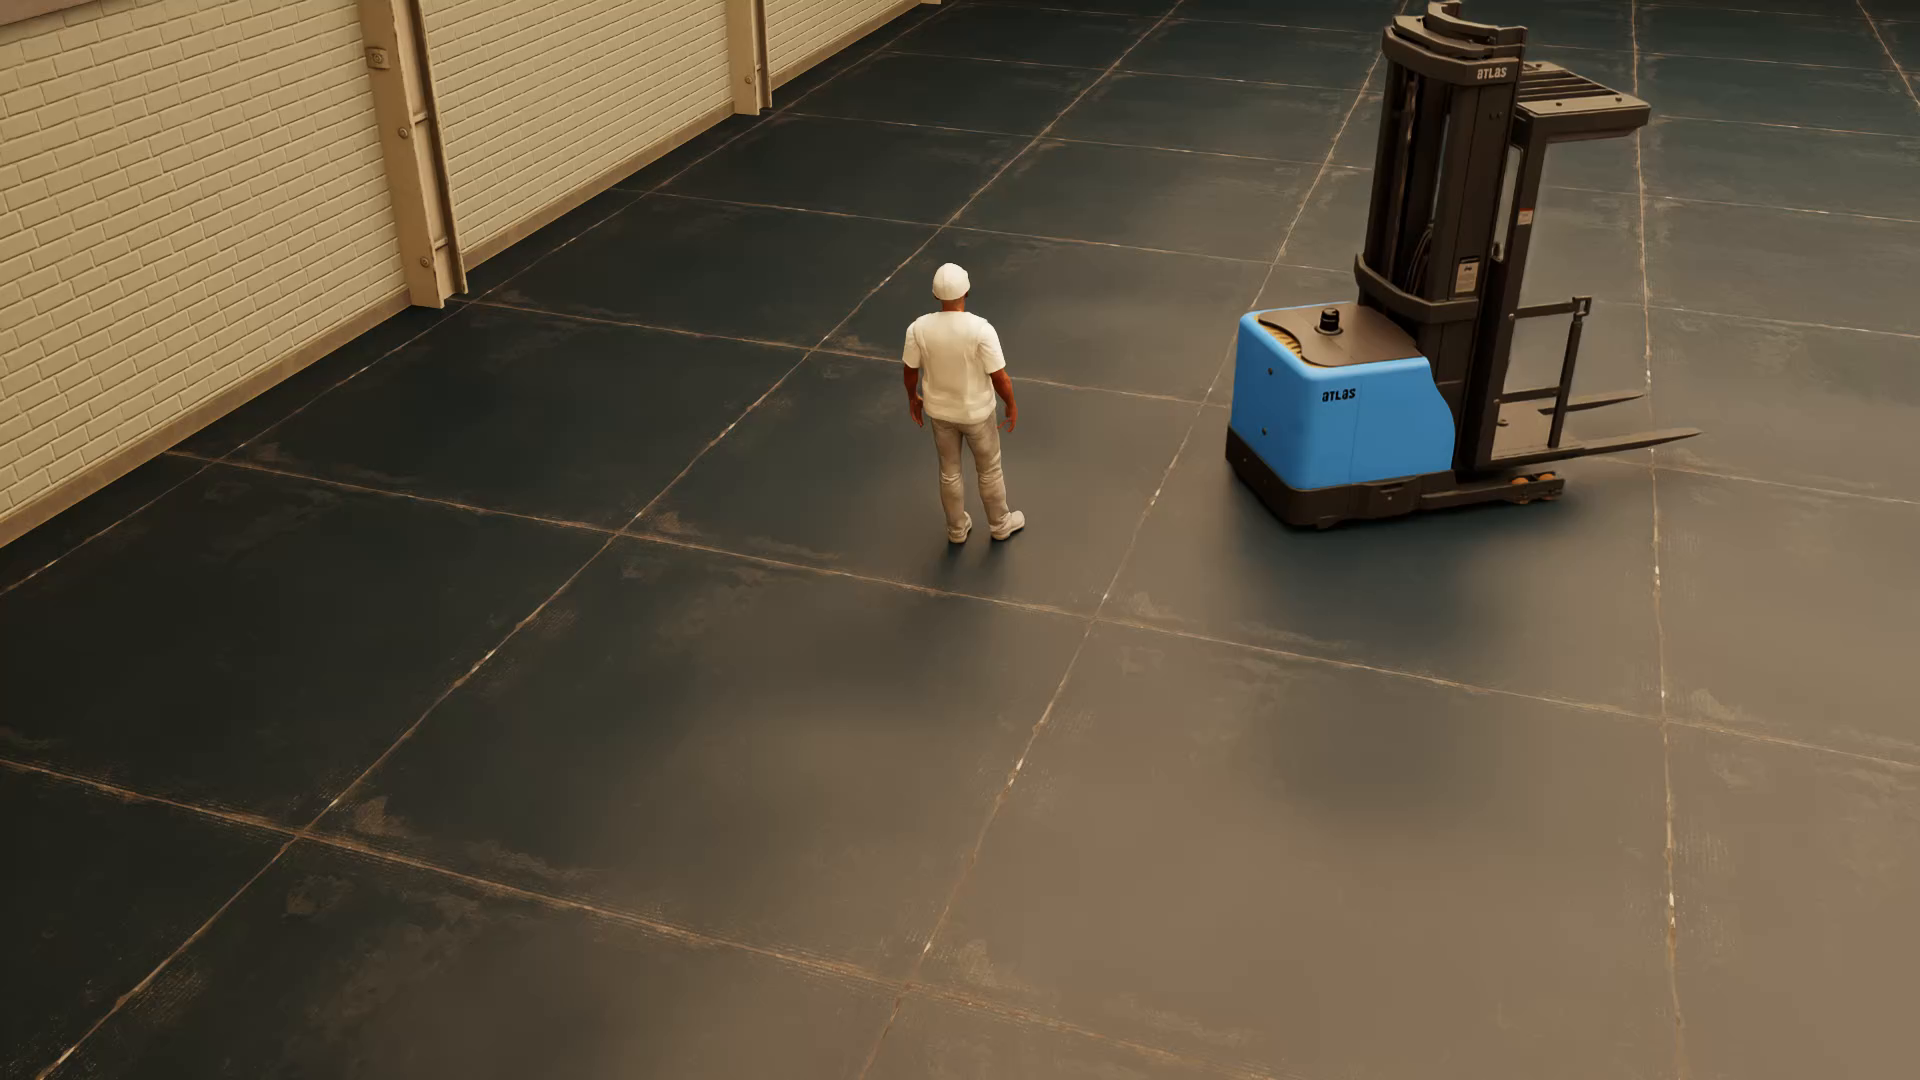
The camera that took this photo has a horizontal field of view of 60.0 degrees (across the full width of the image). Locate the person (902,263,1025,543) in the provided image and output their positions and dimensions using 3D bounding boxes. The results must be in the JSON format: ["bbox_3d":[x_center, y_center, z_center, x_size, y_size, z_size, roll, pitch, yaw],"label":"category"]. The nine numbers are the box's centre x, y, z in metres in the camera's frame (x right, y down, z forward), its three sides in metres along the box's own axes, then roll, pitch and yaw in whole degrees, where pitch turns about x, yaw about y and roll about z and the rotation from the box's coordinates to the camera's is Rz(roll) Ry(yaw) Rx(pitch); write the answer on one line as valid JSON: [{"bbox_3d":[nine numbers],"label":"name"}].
[{"bbox_3d":[0.027,-0.805,9.712,0.666,1.768,0.575,10,31,16],"label":"person"}]

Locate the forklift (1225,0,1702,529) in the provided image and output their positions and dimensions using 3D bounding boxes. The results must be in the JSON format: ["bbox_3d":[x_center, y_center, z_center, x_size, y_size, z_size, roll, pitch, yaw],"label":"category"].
[{"bbox_3d":[3.313,-1.740,10.189,3.031,2.935,1.130,-8,31,-14],"label":"forklift"}]
